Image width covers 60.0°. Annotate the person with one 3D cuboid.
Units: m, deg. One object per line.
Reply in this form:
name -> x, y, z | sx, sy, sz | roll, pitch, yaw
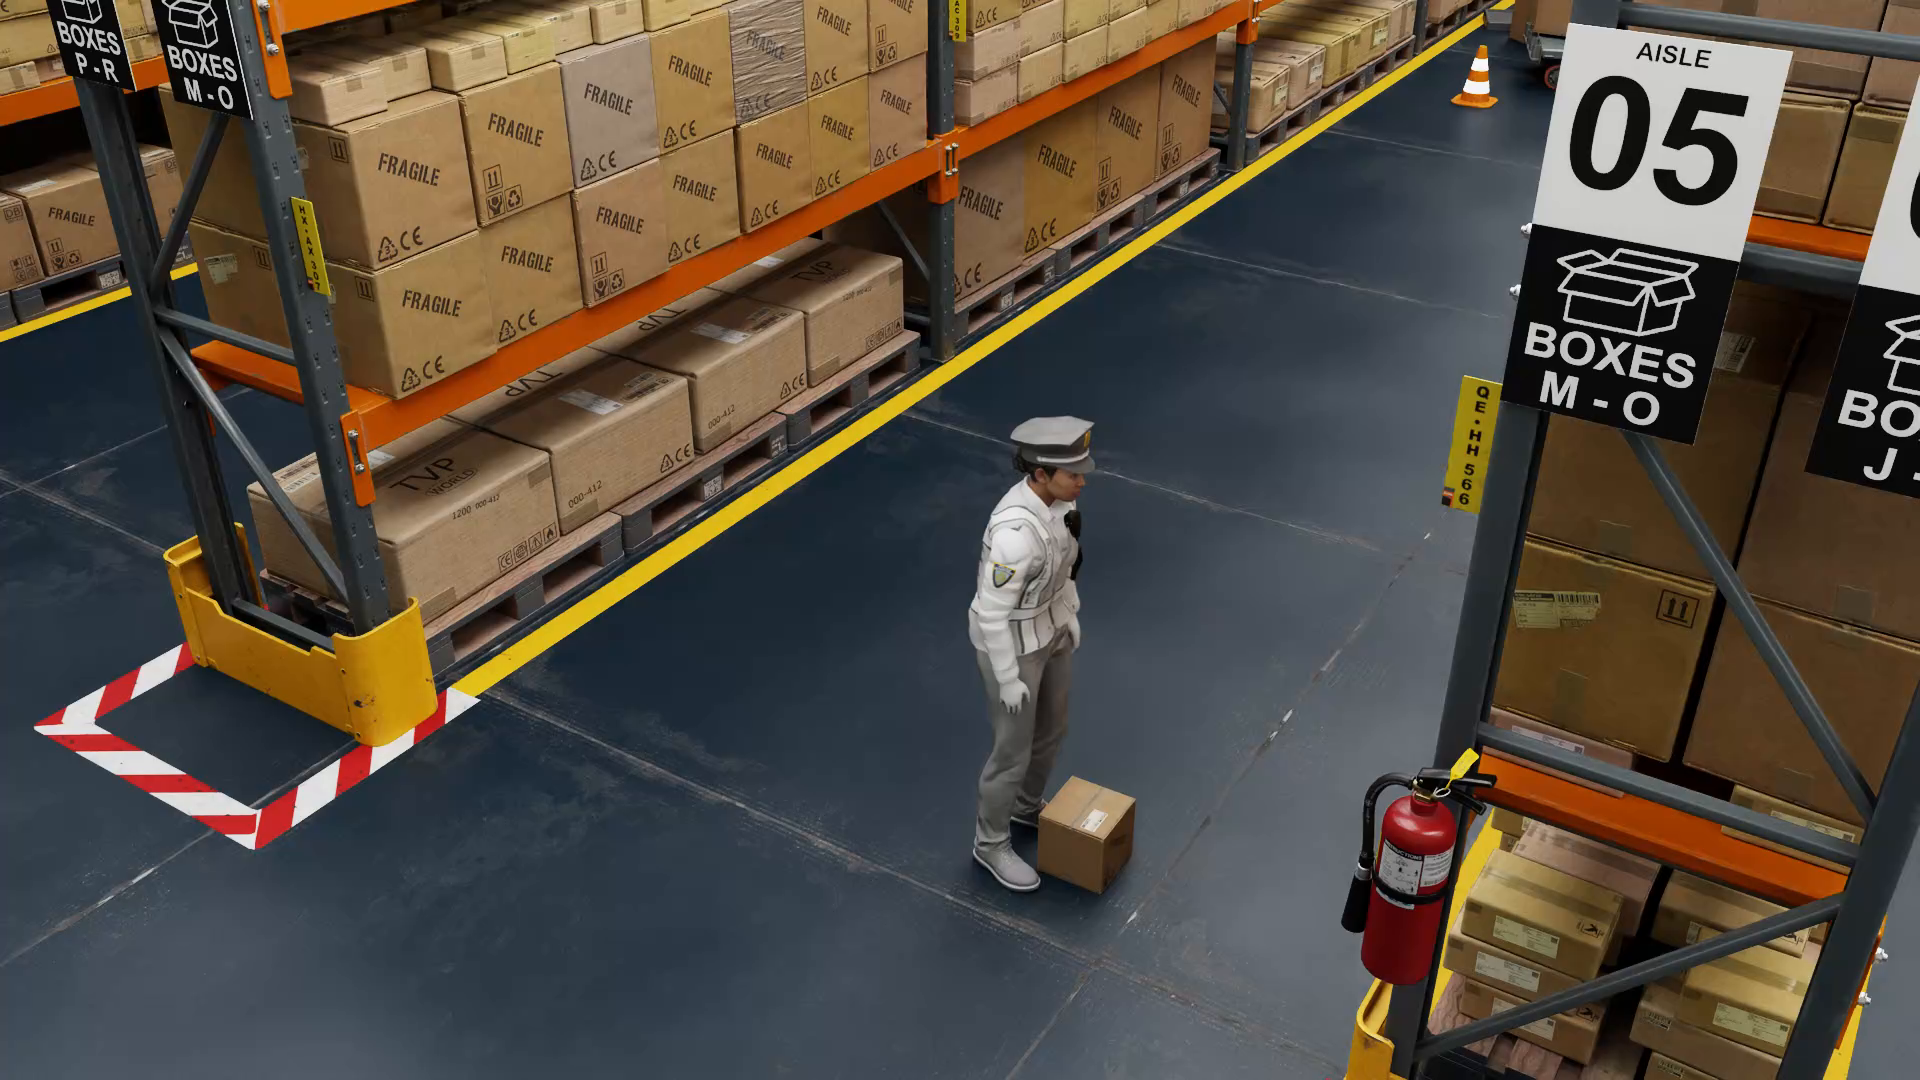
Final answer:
person -> 0.237, 0.351, 5.534 | 0.370, 1.666, 0.545 | 16, 34, 25
